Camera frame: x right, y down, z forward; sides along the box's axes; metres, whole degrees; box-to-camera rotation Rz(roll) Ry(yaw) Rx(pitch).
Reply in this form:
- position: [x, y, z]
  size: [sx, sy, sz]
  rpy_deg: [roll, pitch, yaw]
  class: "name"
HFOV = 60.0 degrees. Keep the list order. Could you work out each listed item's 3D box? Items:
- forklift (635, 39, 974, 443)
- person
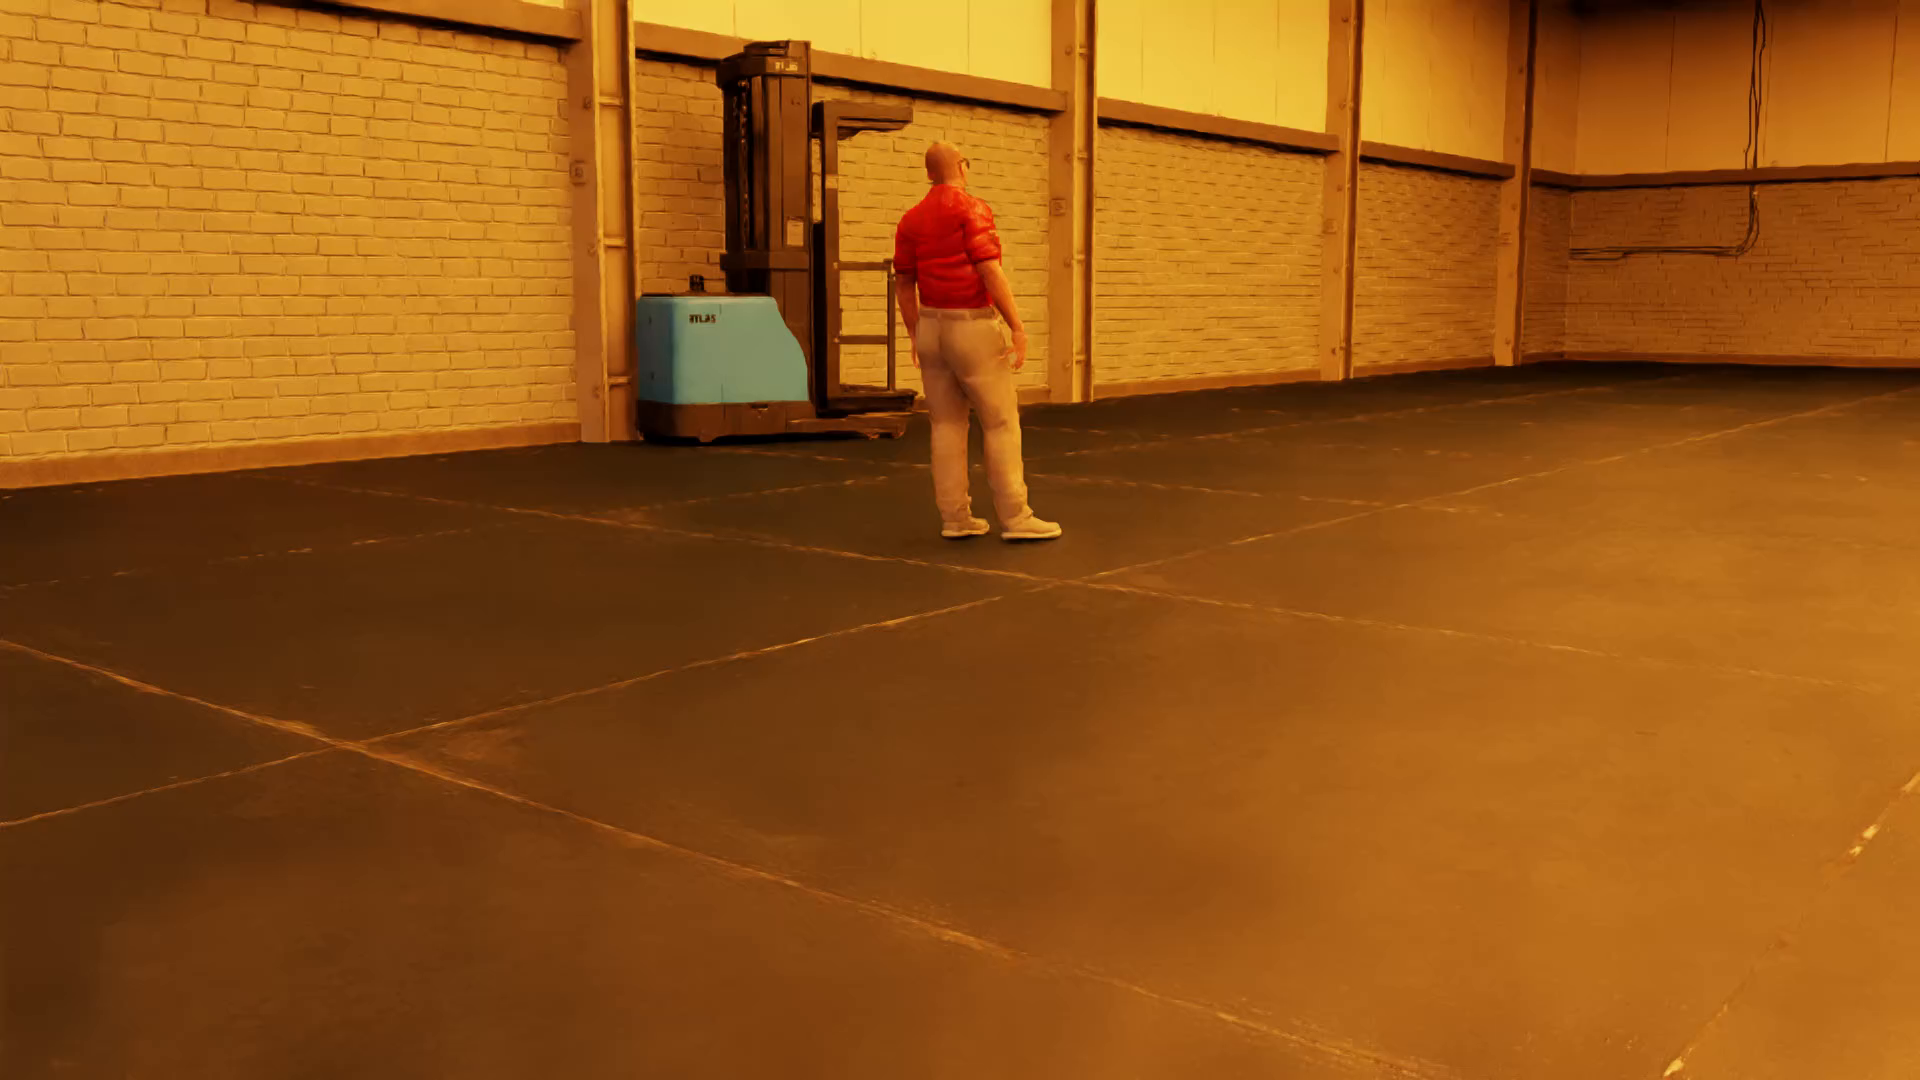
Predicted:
- position: [-1.006, -2.287, 12.911]
  size: [3.031, 2.935, 1.130]
  rpy_deg: [-5, 10, -31]
  class: "forklift"
- position: [0.066, -0.872, 7.340]
  size: [0.640, 1.727, 0.550]
  rpy_deg: [7, 11, 38]
  class: "person"
